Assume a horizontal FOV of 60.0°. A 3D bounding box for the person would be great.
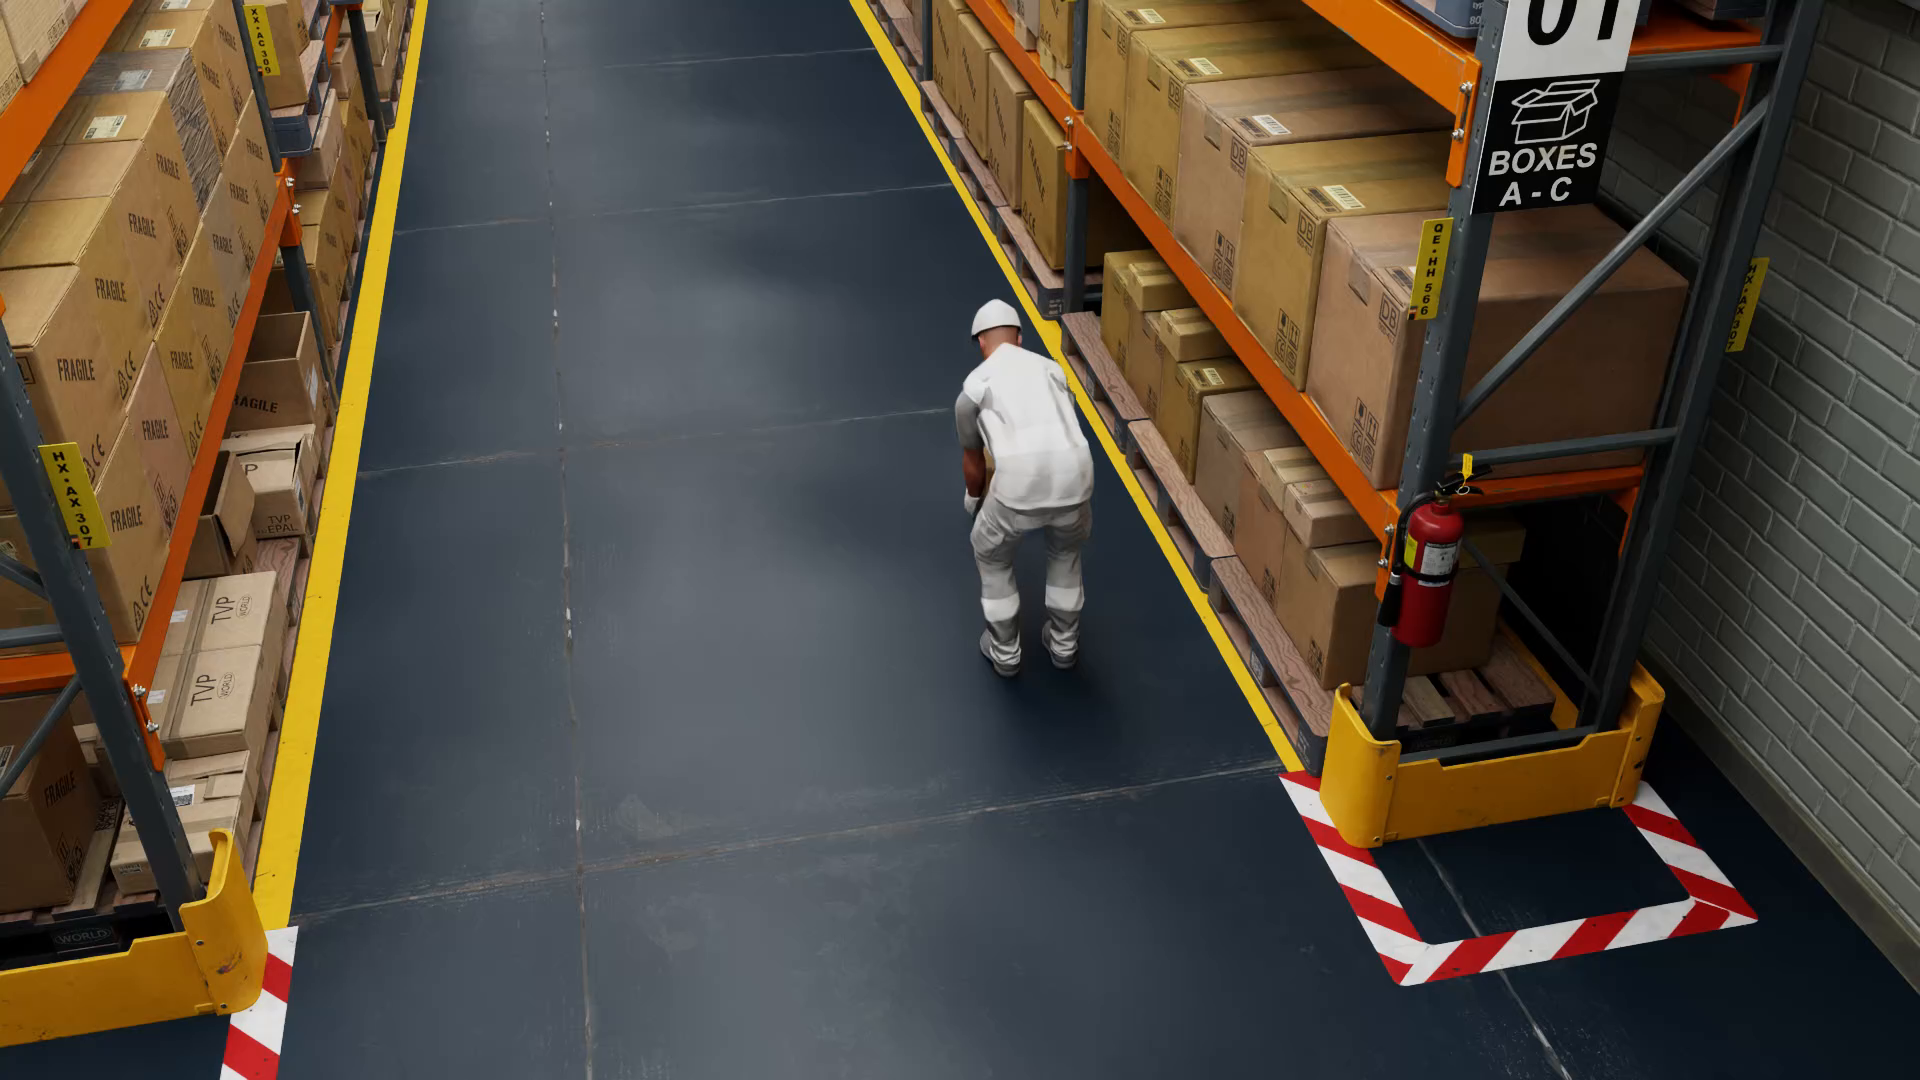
[{"bbox_3d":[0.244,-0.201,6.769,0.498,1.392,0.888,-8,35,-12],"label":"person"}]
